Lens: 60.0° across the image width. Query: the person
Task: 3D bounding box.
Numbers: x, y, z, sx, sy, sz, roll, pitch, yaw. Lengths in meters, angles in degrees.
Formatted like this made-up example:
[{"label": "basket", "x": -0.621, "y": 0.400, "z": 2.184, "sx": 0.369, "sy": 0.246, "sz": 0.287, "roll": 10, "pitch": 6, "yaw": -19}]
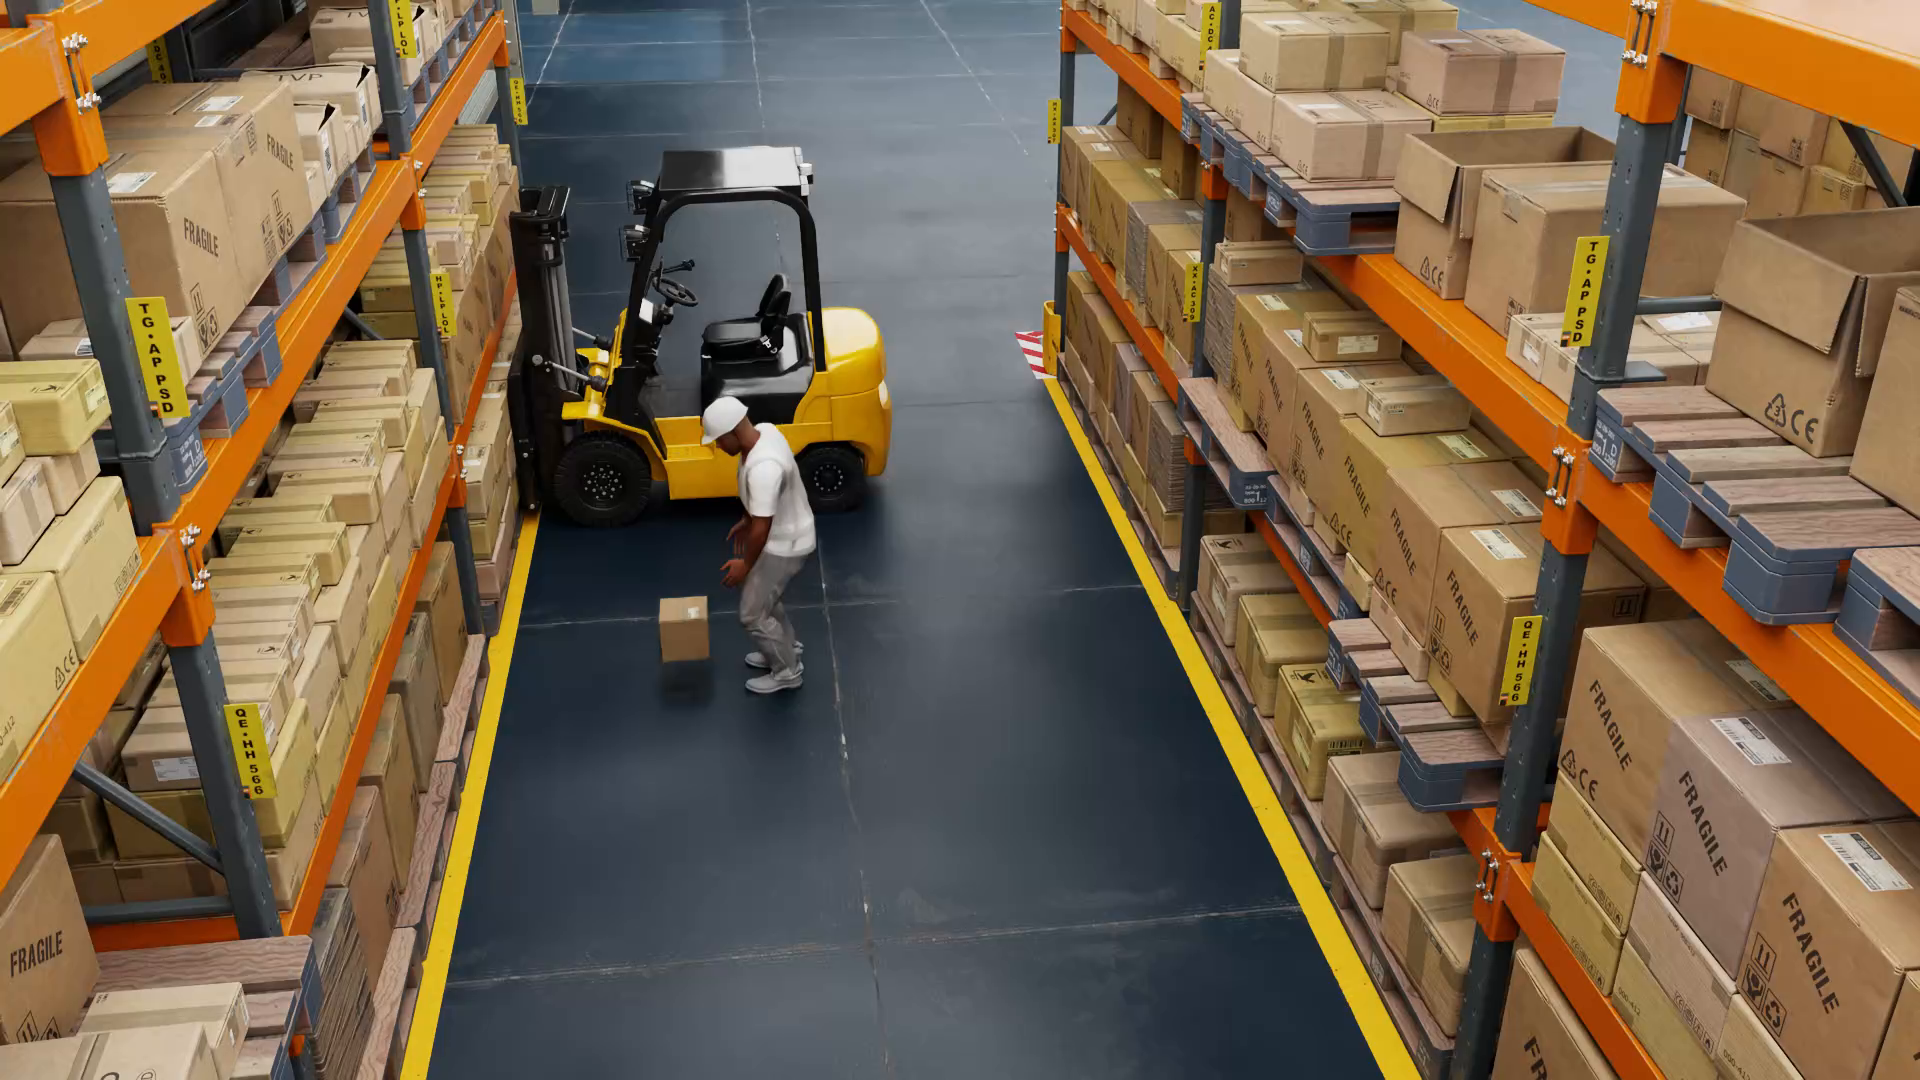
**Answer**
[{"label": "person", "x": -1.028, "y": 0.019, "z": 8.685, "sx": 0.554, "sy": 1.650, "sz": 0.610, "roll": -3, "pitch": 27, "yaw": -6}]
